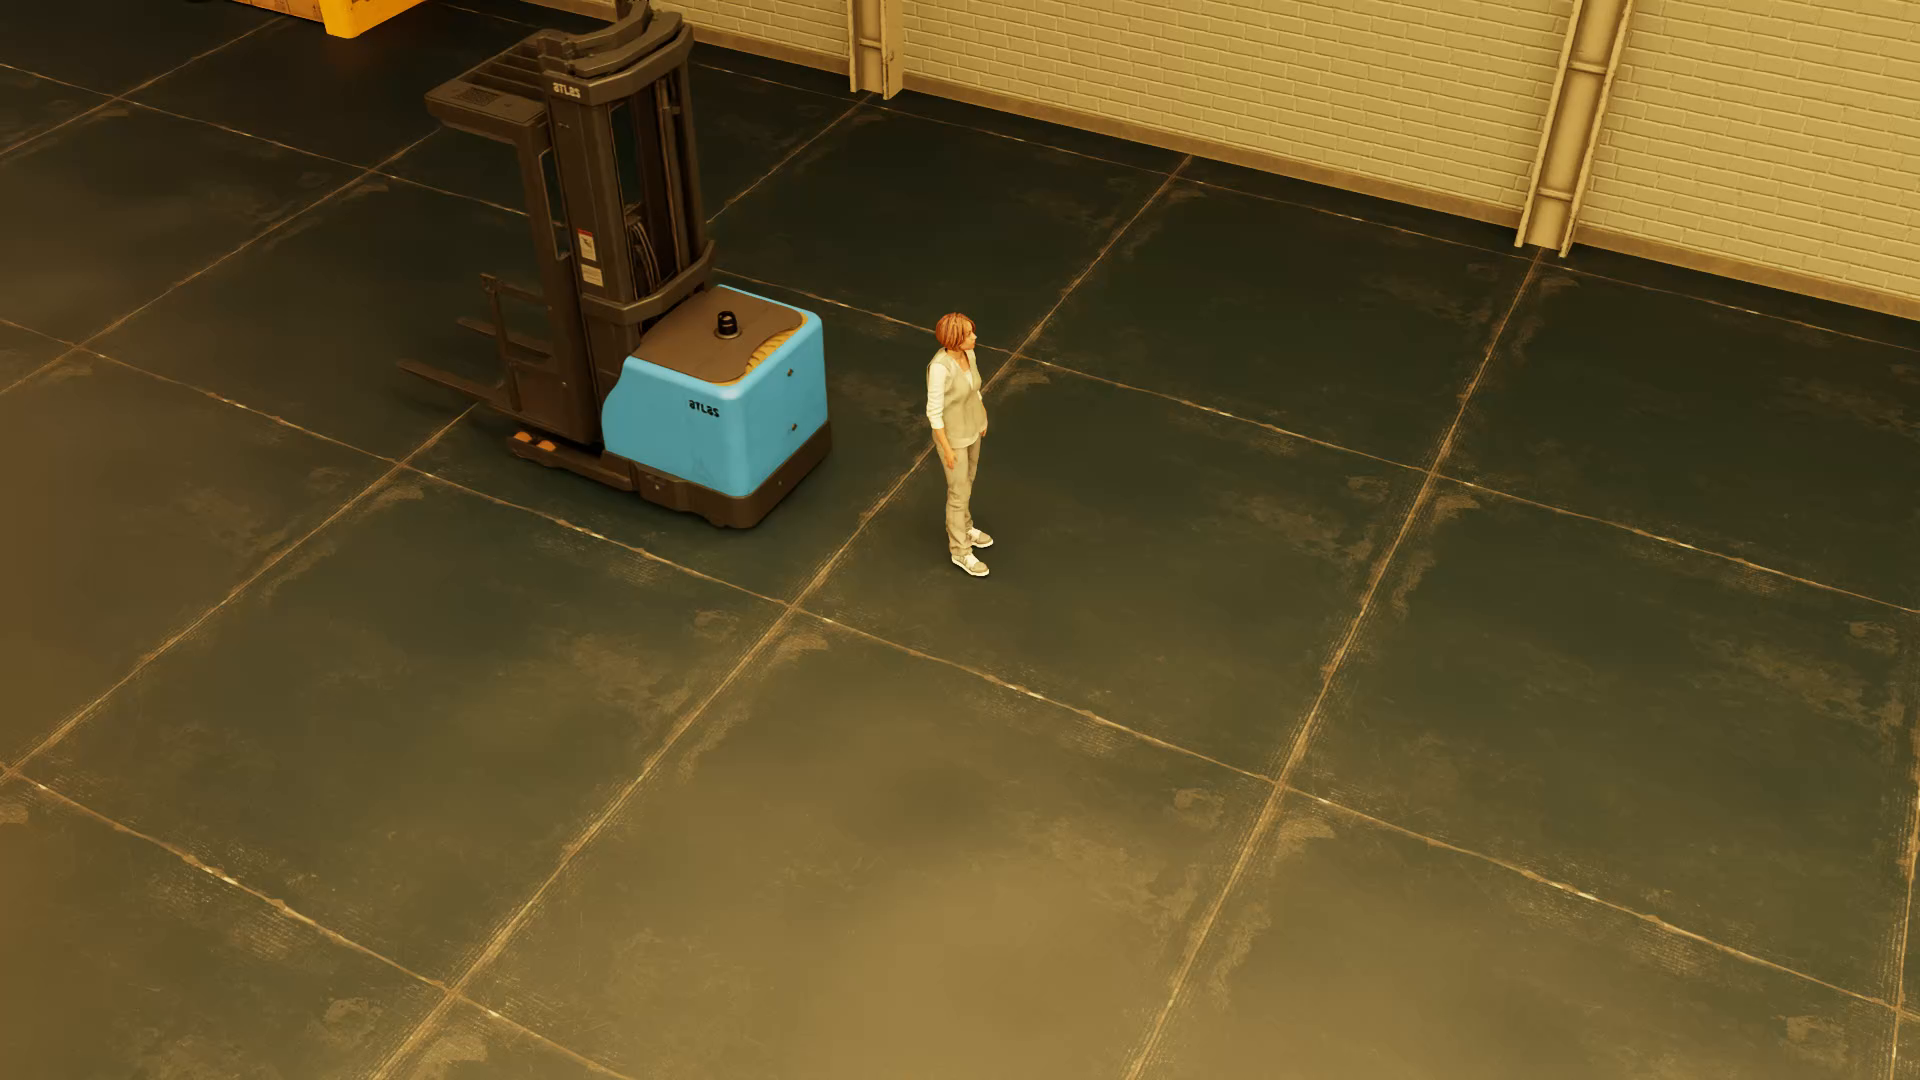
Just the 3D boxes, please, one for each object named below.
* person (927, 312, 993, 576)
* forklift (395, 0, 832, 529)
[{"bbox_3d":[0.059,-0.587,9.707,0.475,1.596,0.521,18,43,21],"label":"person"},{"bbox_3d":[-2.376,-1.877,10.215,3.031,2.935,1.130,20,44,22],"label":"forklift"}]
